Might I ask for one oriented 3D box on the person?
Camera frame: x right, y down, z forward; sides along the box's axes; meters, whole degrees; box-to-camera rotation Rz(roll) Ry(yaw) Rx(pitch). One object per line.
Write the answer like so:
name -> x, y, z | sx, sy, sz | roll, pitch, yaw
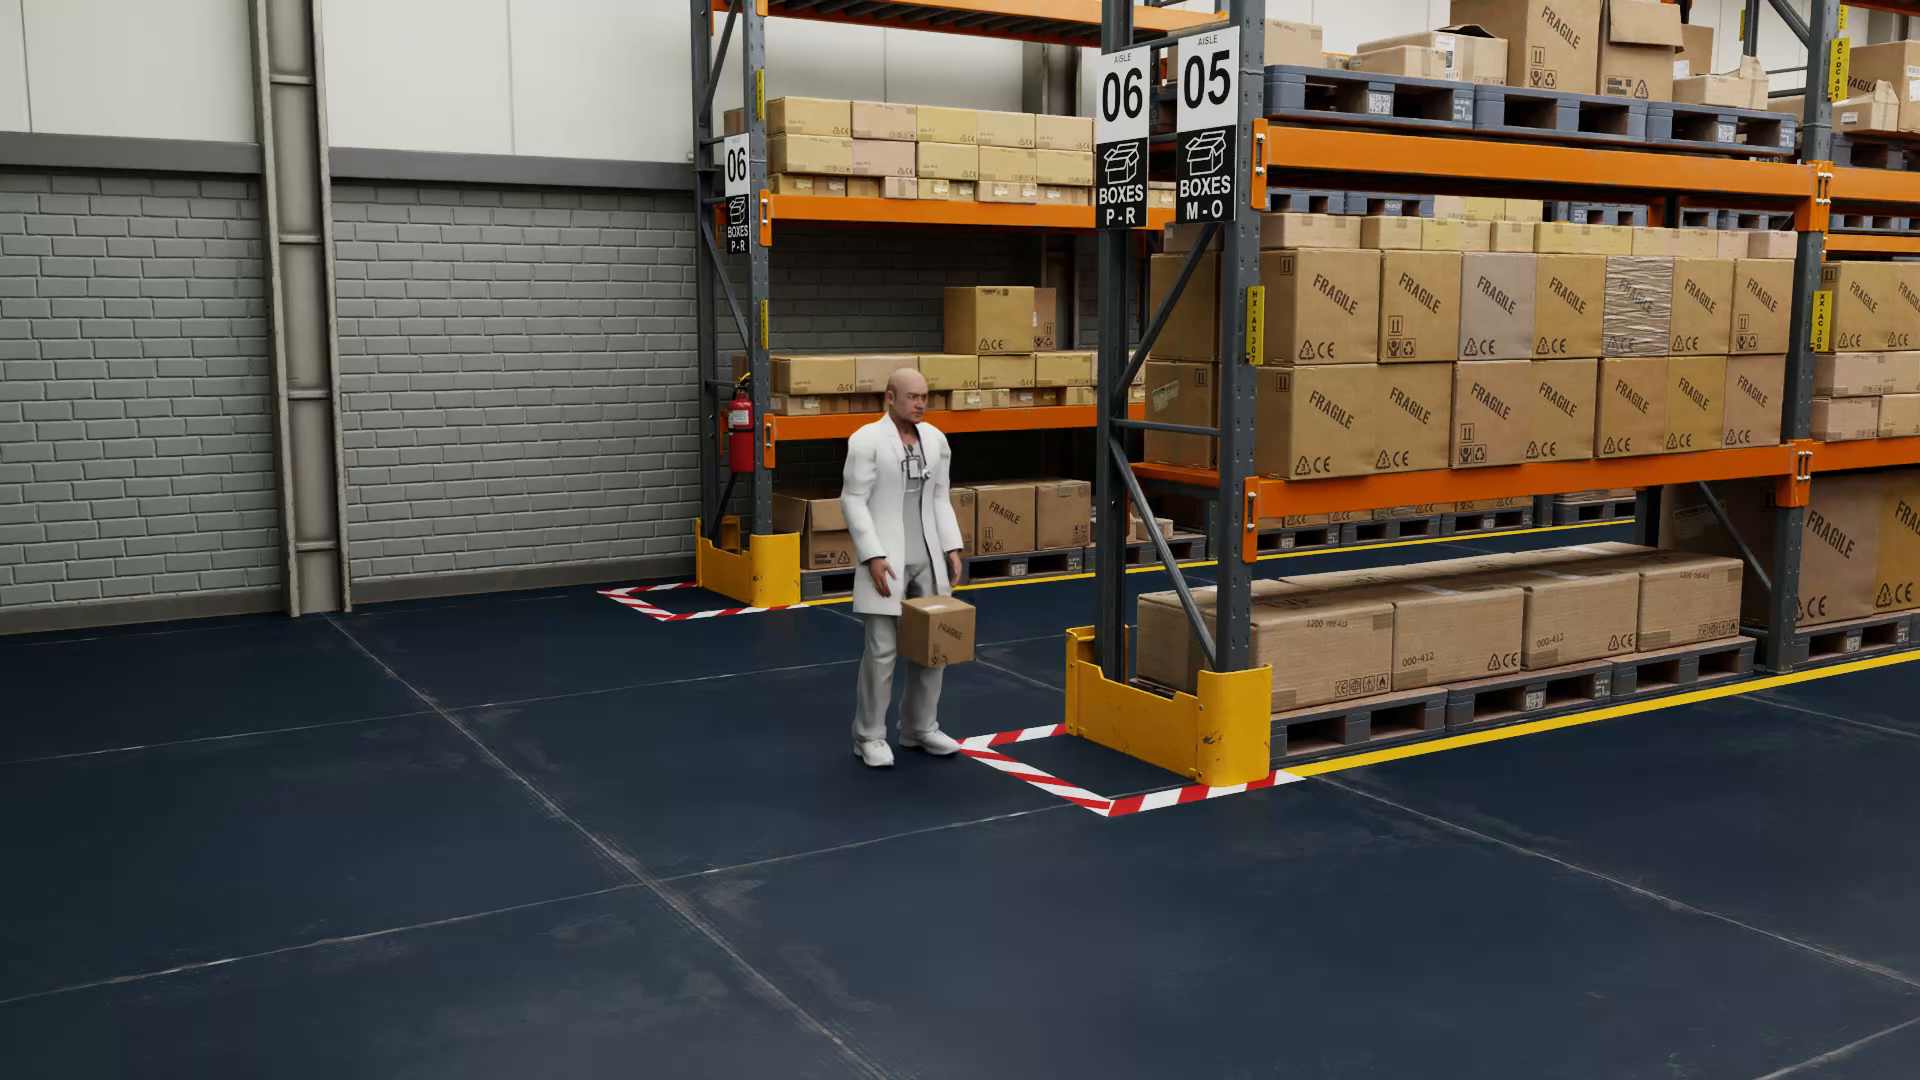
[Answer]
person -> -0.255, 0.107, 7.588 | 0.587, 1.779, 0.424 | -6, 10, -36
